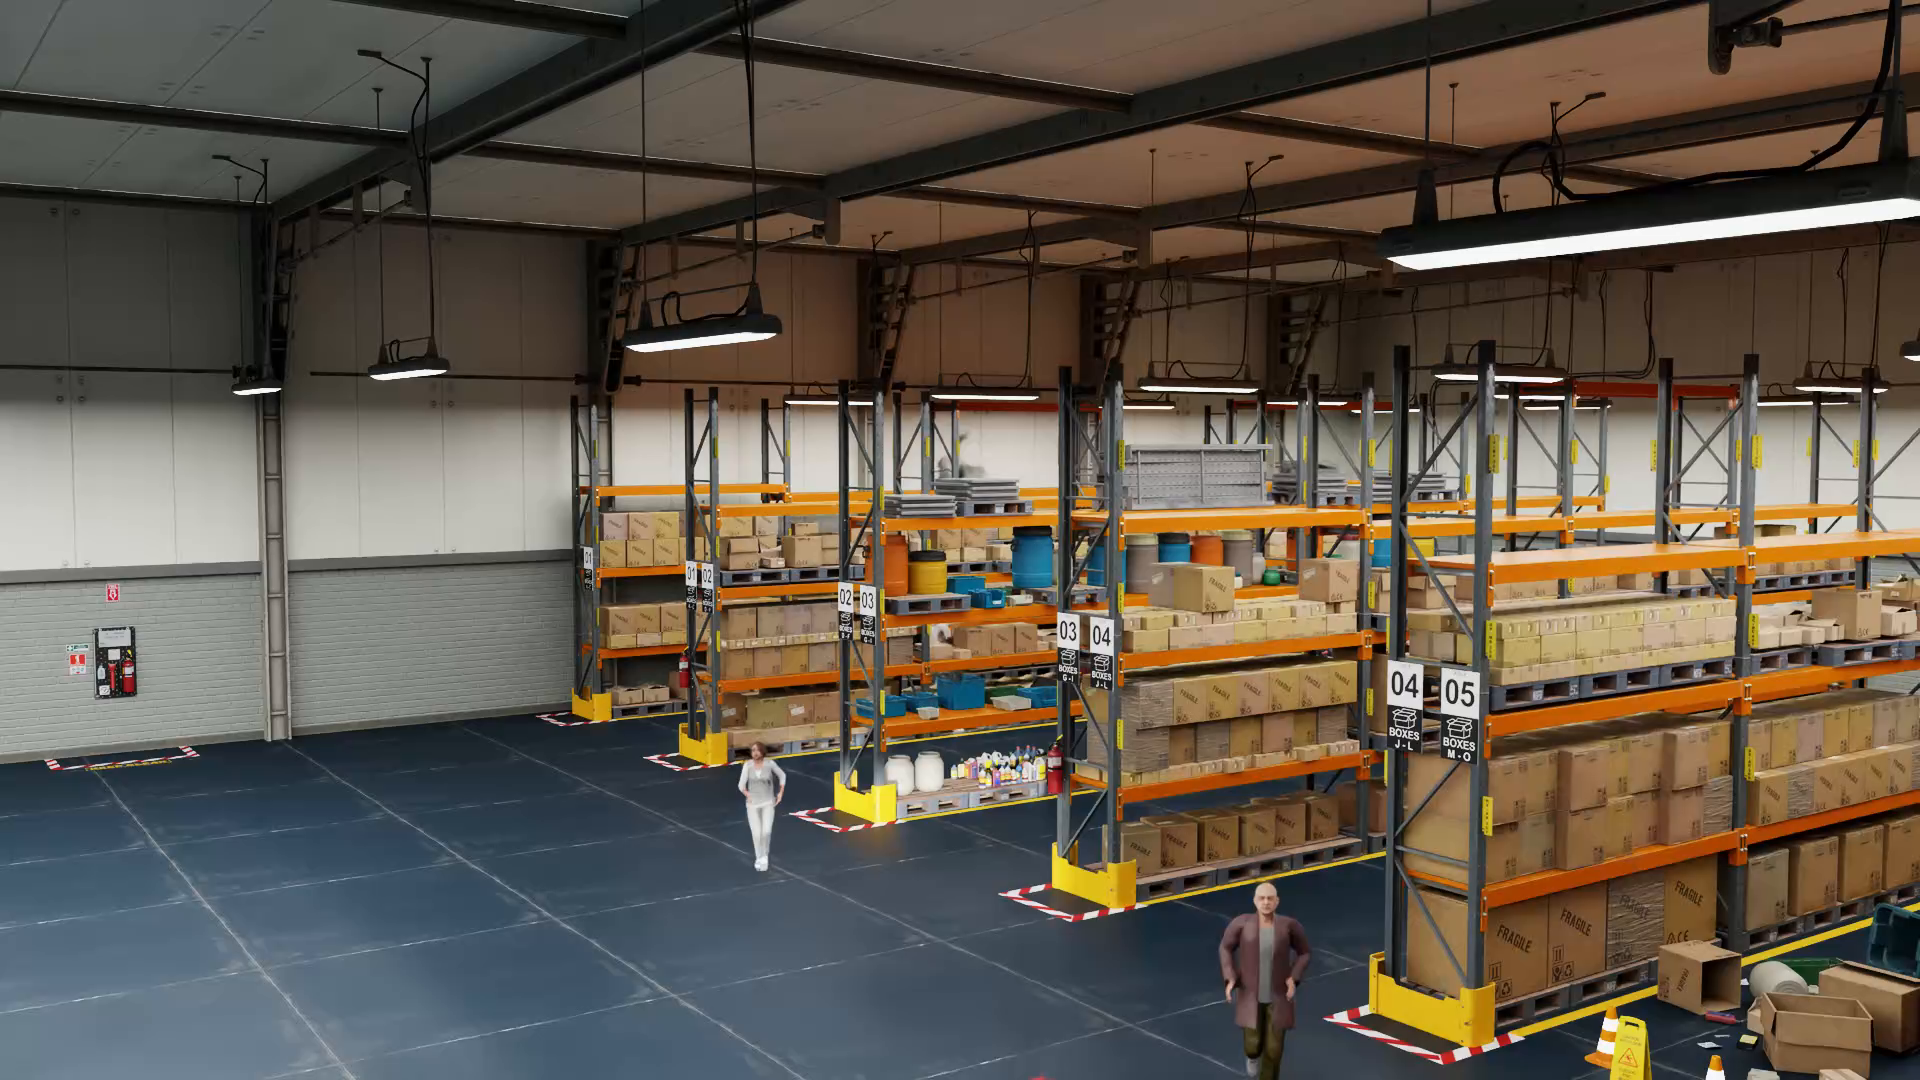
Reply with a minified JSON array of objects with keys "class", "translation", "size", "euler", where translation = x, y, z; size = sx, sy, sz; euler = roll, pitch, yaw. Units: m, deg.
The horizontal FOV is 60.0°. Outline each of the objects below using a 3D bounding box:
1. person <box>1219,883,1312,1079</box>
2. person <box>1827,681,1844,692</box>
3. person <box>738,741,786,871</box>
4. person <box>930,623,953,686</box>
[{"class":"person","translation":[2.374,3.523,12.941],"size":[0.721,1.734,0.677],"euler":[1,3,9]},{"class":"person","translation":[12.715,2.868,24.271],"size":[0.737,1.753,0.592],"euler":[-3,5,-42]},{"class":"person","translation":[-2.375,3.179,19.872],"size":[0.552,1.556,0.617],"euler":[0,3,1]},{"class":"person","translation":[-0.462,2.127,31.374],"size":[0.702,1.731,0.537],"euler":[3,5,44]}]
